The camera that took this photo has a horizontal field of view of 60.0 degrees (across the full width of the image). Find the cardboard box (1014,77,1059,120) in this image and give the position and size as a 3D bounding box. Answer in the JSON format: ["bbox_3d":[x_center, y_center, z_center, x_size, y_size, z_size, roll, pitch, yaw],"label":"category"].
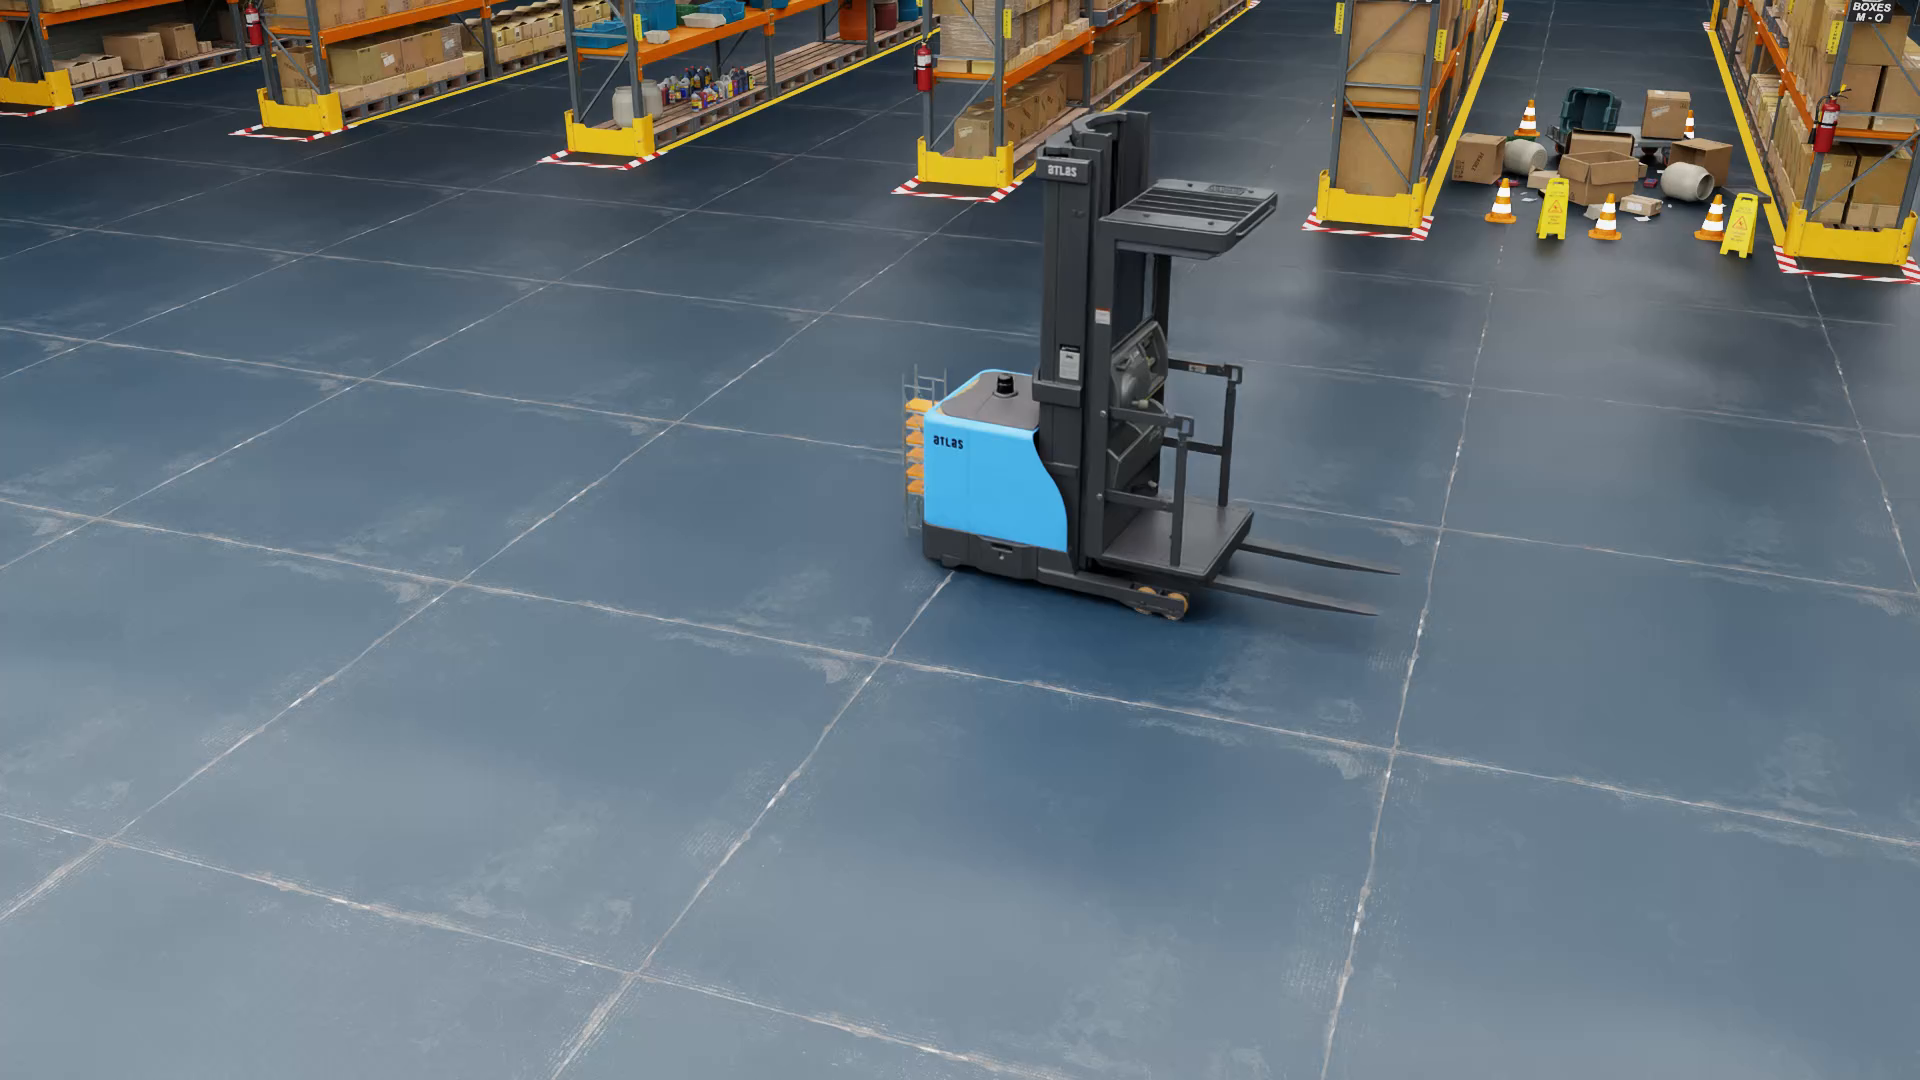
[{"bbox_3d":[1.018,-6.093,23.003,0.500,0.500,0.500,19,32,34],"label":"cardboard box"}]

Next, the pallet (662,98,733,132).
[{"bbox_3d":[-3.965,-6.115,23.860,1.003,0.211,1.213,9,27,17],"label":"pallet"}]

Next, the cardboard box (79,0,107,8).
[{"bbox_3d":[-13.351,-8.247,25.214,0.500,0.250,0.500,8,27,16],"label":"cardboard box"}]

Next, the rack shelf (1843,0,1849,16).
[{"bbox_3d":[10.052,-6.192,18.203,1.077,0.370,4.000,9,27,17],"label":"rack shelf"}]

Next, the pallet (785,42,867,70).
[{"bbox_3d":[-2.262,-8.219,28.206,1.003,0.211,1.213,9,27,17],"label":"pallet"}]

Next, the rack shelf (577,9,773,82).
[{"bbox_3d":[-3.964,-6.997,23.308,1.077,0.370,4.000,9,27,17],"label":"rack shelf"}]

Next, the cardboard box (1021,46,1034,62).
[{"bbox_3d":[0.713,-6.158,21.038,0.380,0.149,0.250,9,27,17],"label":"cardboard box"}]

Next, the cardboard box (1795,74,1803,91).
[{"bbox_3d":[9.876,-5.267,19.198,0.380,0.149,0.250,9,27,18],"label":"cardboard box"}]

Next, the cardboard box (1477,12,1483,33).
[{"bbox_3d":[8.150,-8.367,26.838,0.500,0.250,0.500,9,27,18],"label":"cardboard box"}]

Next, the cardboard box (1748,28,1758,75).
[{"bbox_3d":[12.658,-7.502,25.481,0.875,0.875,0.875,9,27,18],"label":"cardboard box"}]

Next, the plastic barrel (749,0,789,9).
[{"bbox_3d":[-2.884,-8.483,24.977,0.600,0.901,0.708,9,27,17],"label":"plastic barrel"}]

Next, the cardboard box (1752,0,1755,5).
[{"bbox_3d":[12.310,-8.226,25.193,0.500,0.250,0.500,8,27,17],"label":"cardboard box"}]

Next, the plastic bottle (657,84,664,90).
[{"bbox_3d":[-4.322,-6.389,23.848,0.152,0.276,0.135,9,27,18],"label":"plastic bottle"}]

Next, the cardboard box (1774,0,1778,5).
[{"bbox_3d":[11.514,-7.632,22.857,0.500,0.500,0.500,10,28,20],"label":"cardboard box"}]

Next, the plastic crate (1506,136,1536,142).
[{"bbox_3d":[7.194,-5.162,21.855,0.662,0.188,0.450,-20,23,-36],"label":"plastic crate"}]

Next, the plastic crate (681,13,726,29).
[{"bbox_3d":[-3.600,-7.320,23.453,0.530,0.136,0.437,9,27,17],"label":"plastic crate"}]

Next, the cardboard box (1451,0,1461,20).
[{"bbox_3d":[5.788,-6.828,20.722,0.875,0.550,0.550,9,27,17],"label":"cardboard box"}]

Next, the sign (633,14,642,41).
[{"bbox_3d":[-4.112,-6.542,21.225,0.100,0.325,0.005,9,27,17],"label":"sign"}]

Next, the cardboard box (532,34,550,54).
[{"bbox_3d":[-7.259,-8.367,27.986,0.500,0.250,0.500,8,27,16],"label":"cardboard box"}]

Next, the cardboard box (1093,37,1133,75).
[{"bbox_3d":[2.327,-7.633,26.160,0.700,0.500,0.500,6,27,13],"label":"cardboard box"}]

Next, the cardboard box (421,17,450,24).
[{"bbox_3d":[-8.418,-8.006,26.380,0.500,0.500,0.500,9,27,17],"label":"cardboard box"}]

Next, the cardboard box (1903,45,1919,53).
[{"bbox_3d":[10.143,-5.100,18.108,0.500,0.500,0.500,8,27,16],"label":"cardboard box"}]

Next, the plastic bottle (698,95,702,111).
[{"bbox_3d":[-3.698,-6.180,23.501,0.097,0.201,0.097,0,26,0],"label":"plastic bottle"}]

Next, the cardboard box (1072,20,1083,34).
[{"bbox_3d":[1.486,-7.079,22.941,0.380,0.149,0.250,9,27,17],"label":"cardboard box"}]

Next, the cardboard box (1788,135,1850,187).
[{"bbox_3d":[9.578,-4.214,18.549,0.500,0.500,0.500,10,28,19],"label":"cardboard box"}]

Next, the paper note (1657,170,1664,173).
[{"bbox_3d":[8.932,-4.681,21.106,0.148,0.019,0.142,9,27,17],"label":"paper note"}]

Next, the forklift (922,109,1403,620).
[{"bbox_3d":[1.305,-1.081,10.343,3.031,2.935,1.130,12,28,23],"label":"forklift"}]

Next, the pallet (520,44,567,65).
[{"bbox_3d":[-7.355,-8.419,28.620,1.003,0.211,1.213,9,27,17],"label":"pallet"}]

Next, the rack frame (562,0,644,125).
[{"bbox_3d":[-4.629,-6.499,21.454,1.000,3.000,0.127,9,27,17],"label":"rack frame"}]

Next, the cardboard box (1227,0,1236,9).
[{"bbox_3d":[4.925,-10.940,32.583,0.875,0.875,0.875,9,27,17],"label":"cardboard box"}]

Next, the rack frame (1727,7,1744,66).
[{"bbox_3d":[13.380,-9.275,27.188,1.000,3.000,0.127,9,27,17],"label":"rack frame"}]

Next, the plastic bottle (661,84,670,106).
[{"bbox_3d":[-4.221,-6.377,23.815,0.061,0.283,0.133,9,27,17],"label":"plastic bottle"}]

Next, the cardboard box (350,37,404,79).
[{"bbox_3d":[-8.592,-7.109,24.527,0.500,0.500,0.500,9,27,17],"label":"cardboard box"}]

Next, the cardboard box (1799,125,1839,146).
[{"bbox_3d":[9.466,-4.452,18.295,0.380,0.149,0.250,10,27,19],"label":"cardboard box"}]

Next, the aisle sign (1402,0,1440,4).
[{"bbox_3d":[4.944,-6.117,17.683,0.394,0.787,0.004,9,27,17],"label":"aisle sign"}]

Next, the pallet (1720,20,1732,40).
[{"bbox_3d":[14.519,-9.324,30.488,1.003,0.211,1.213,9,27,17],"label":"pallet"}]

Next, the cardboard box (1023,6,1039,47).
[{"bbox_3d":[0.511,-6.604,21.214,0.875,0.500,0.500,9,27,17],"label":"cardboard box"}]

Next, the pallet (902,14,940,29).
[{"bbox_3d":[-0.932,-9.864,31.604,1.003,0.211,1.213,9,27,17],"label":"pallet"}]

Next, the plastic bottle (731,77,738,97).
[{"bbox_3d":[-3.320,-6.660,24.399,0.061,0.283,0.133,11,28,21],"label":"plastic bottle"}]

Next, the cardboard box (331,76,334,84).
[{"bbox_3d":[-9.244,-6.641,24.420,0.500,0.250,0.500,9,27,17],"label":"cardboard box"}]

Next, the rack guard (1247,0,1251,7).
[{"bbox_3d":[5.374,-11.241,34.116,1.175,0.500,0.348,9,27,17],"label":"rack guard"}]

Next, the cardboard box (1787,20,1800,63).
[{"bbox_3d":[10.308,-6.026,20.021,0.500,0.500,0.500,9,27,17],"label":"cardboard box"}]

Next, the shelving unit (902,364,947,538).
[{"bbox_3d":[-0.234,-0.581,11.295,0.258,1.200,0.189,11,28,23],"label":"shelving unit"}]

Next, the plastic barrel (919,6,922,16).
[{"bbox_3d":[-0.833,-10.454,31.548,0.600,0.901,0.708,9,27,17],"label":"plastic barrel"}]

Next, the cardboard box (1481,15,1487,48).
[{"bbox_3d":[8.670,-8.674,28.334,0.500,0.500,0.500,8,27,16],"label":"cardboard box"}]

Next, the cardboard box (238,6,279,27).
[{"bbox_3d":[-12.287,-9.177,29.349,0.700,0.500,0.500,8,27,16],"label":"cardboard box"}]

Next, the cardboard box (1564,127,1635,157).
[{"bbox_3d":[7.887,-4.755,20.562,0.797,0.637,0.503,9,27,17],"label":"cardboard box"}]

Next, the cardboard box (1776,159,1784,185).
[{"bbox_3d":[9.926,-4.296,19.578,0.500,0.250,0.500,8,27,17],"label":"cardboard box"}]

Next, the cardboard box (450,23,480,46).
[{"bbox_3d":[-8.104,-8.274,27.151,0.500,0.311,0.500,9,27,17],"label":"cardboard box"}]

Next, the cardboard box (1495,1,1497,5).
[{"bbox_3d":[10.103,-10.376,31.911,0.380,0.149,0.250,8,27,16],"label":"cardboard box"}]

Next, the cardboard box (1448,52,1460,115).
[{"bbox_3d":[6.462,-6.504,23.564,1.050,0.750,0.750,9,27,17],"label":"cardboard box"}]

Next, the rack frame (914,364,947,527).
[{"bbox_3d":[-0.195,-0.617,11.369,0.240,1.200,0.006,11,28,23],"label":"rack frame"}]

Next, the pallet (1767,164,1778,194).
[{"bbox_3d":[10.528,-4.451,20.425,1.003,0.211,1.213,9,27,17],"label":"pallet"}]

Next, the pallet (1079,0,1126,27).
[{"bbox_3d":[1.764,-7.631,24.013,1.003,0.211,1.213,9,27,17],"label":"pallet"}]
